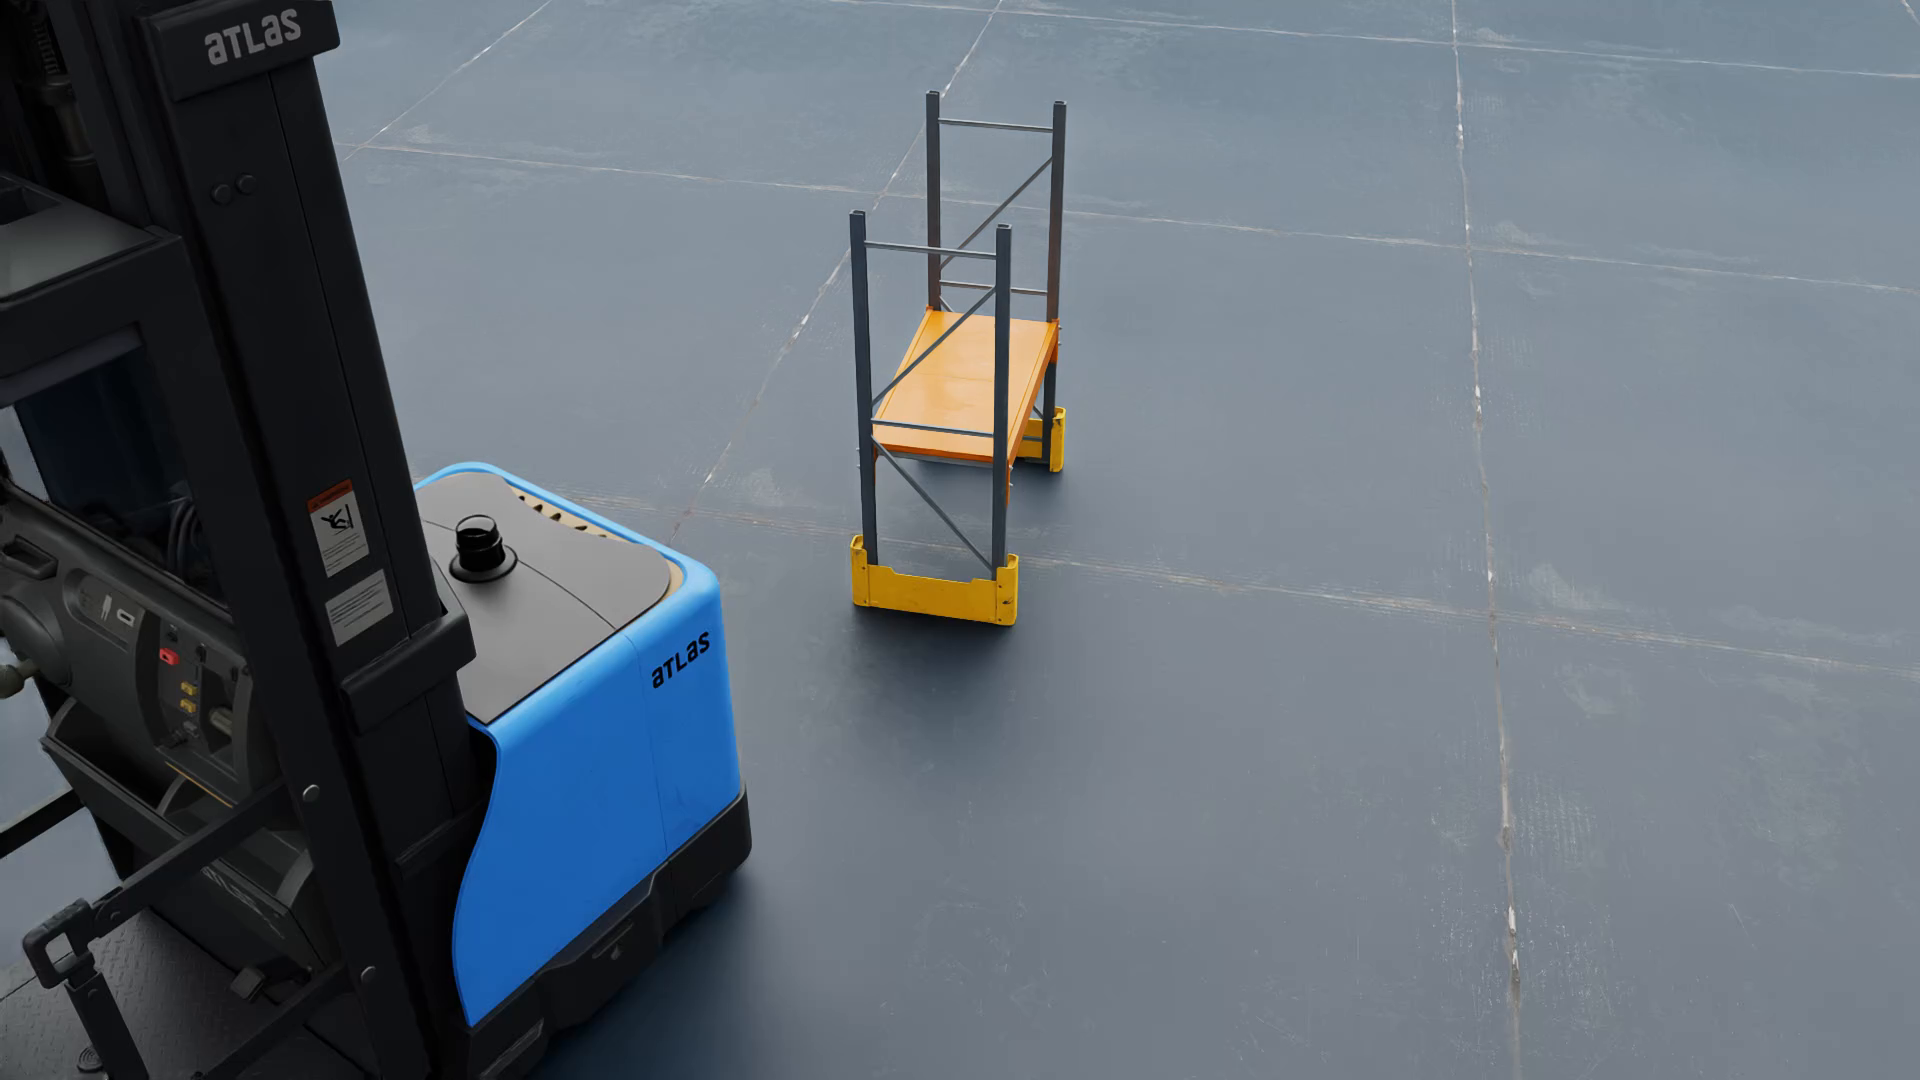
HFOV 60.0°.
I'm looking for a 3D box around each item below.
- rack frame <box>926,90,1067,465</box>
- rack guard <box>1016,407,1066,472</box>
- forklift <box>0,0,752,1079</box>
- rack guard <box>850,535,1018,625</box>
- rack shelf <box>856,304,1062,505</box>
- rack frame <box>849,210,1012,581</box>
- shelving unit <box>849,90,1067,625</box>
[{"bbox_3d":[0.127,-0.948,6.279,0.500,1.500,0.032,7,37,10],"label":"rack frame"},{"bbox_3d":[0.123,-0.430,6.631,0.587,0.250,0.087,7,37,10],"label":"rack guard"},{"bbox_3d":[-1.876,0.302,3.336,1.130,2.935,3.031,23,42,28],"label":"forklift"},{"bbox_3d":[-0.090,0.141,5.843,0.587,0.250,0.087,7,37,10],"label":"rack guard"},{"bbox_3d":[0.018,-0.511,5.983,0.538,0.185,1.000,7,37,10],"label":"rack shelf"},{"bbox_3d":[-0.090,-0.365,5.475,0.500,1.500,0.032,7,37,10],"label":"rack frame"},{"bbox_3d":[0.016,-0.651,5.870,0.587,1.500,1.083,7,37,10],"label":"shelving unit"}]
